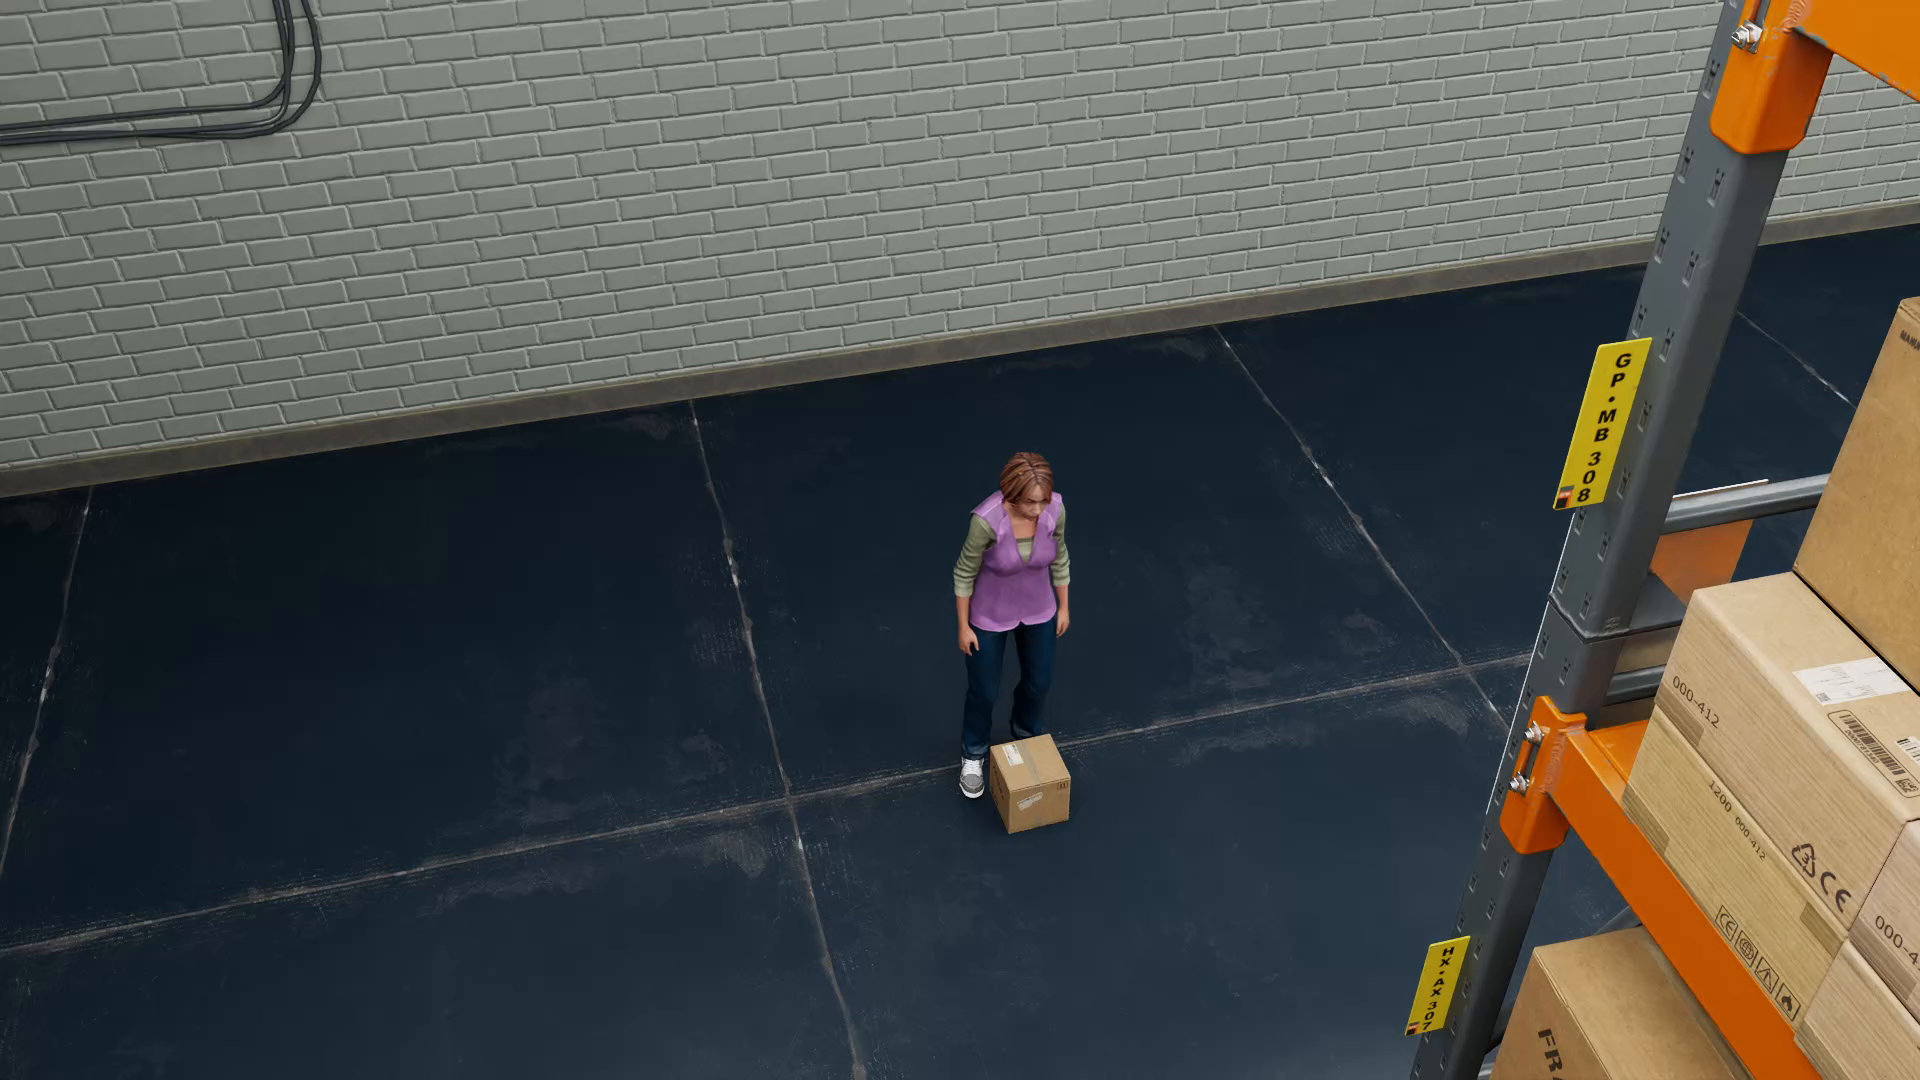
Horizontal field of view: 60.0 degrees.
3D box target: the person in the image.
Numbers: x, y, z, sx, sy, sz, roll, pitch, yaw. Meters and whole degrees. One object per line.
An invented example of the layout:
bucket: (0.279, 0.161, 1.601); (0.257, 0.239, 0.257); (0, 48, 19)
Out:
person: (0.201, 0.300, 6.350); (0.467, 1.590, 0.349); (-12, 40, -14)
